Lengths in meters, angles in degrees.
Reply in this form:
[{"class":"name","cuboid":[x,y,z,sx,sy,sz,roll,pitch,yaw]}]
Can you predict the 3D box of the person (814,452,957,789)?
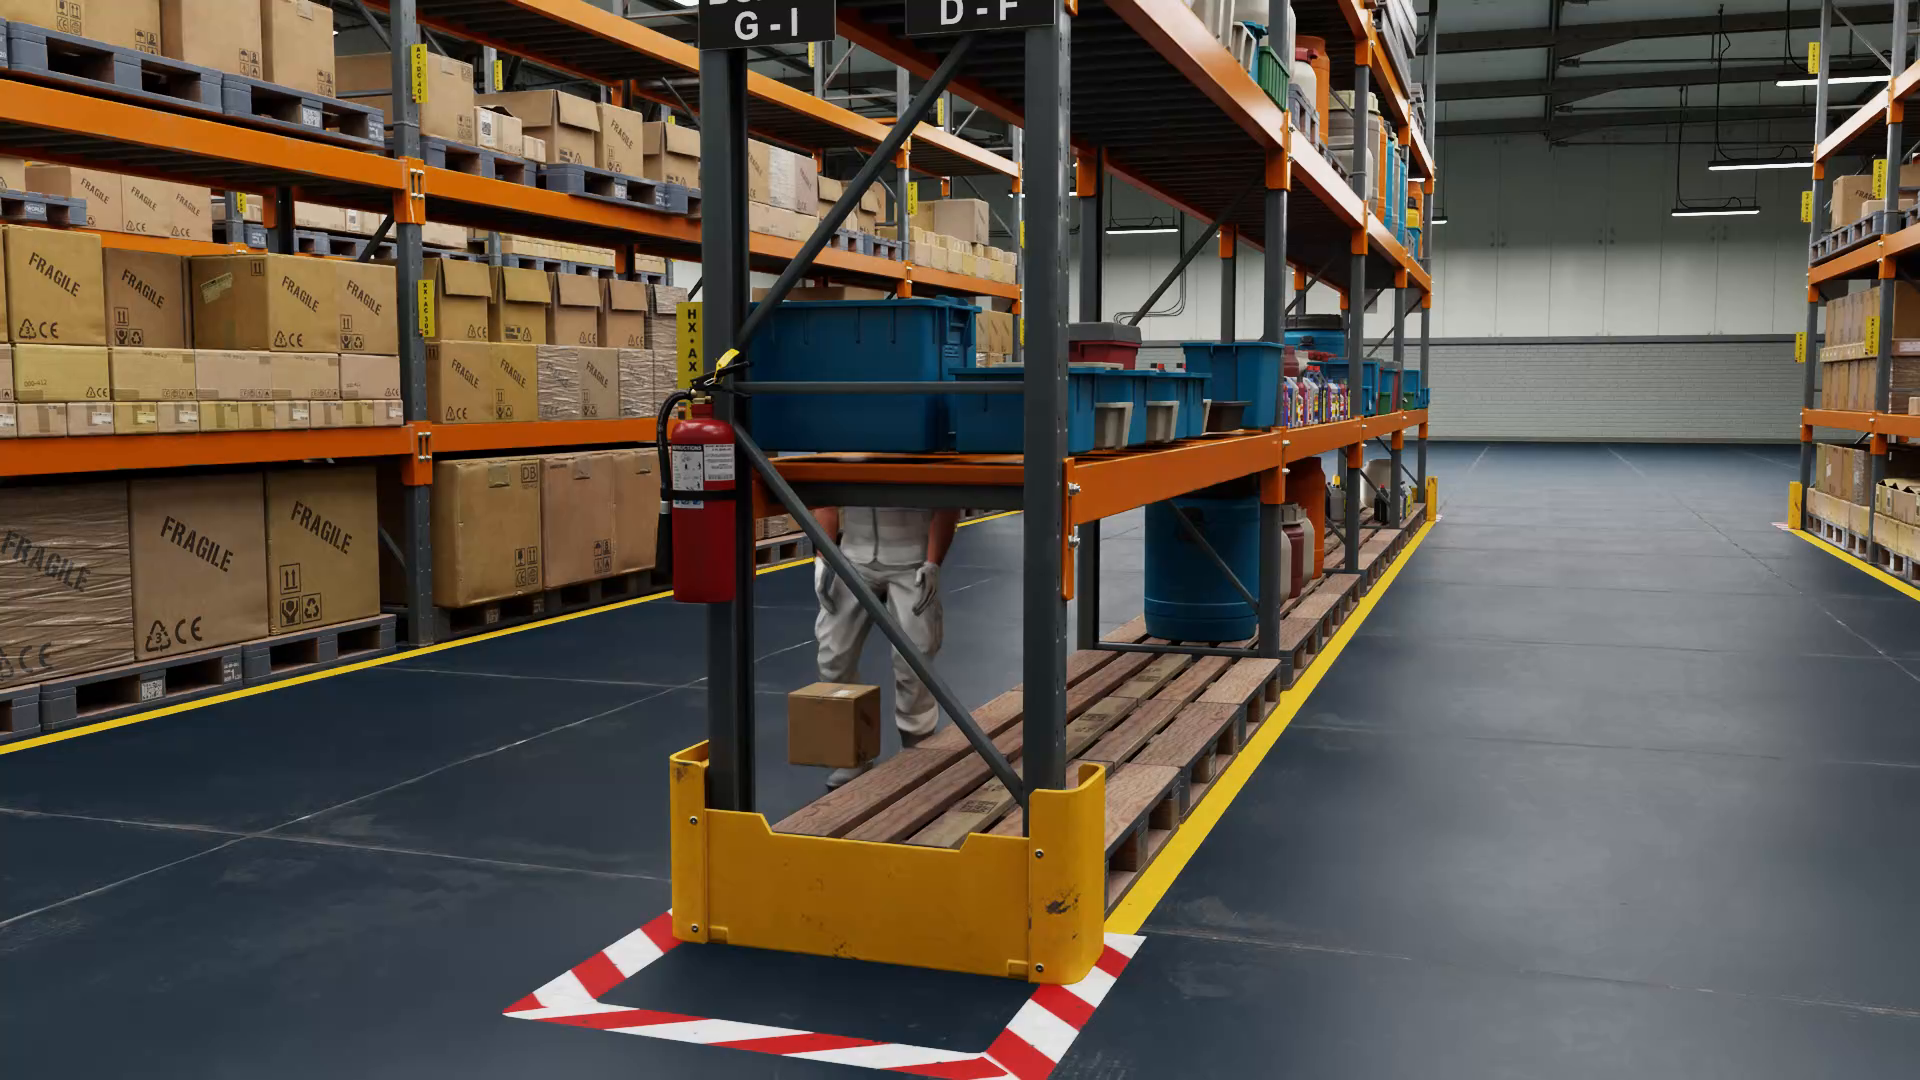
[{"class":"person","cuboid":[-0.275,0.123,6.230,0.564,1.647,0.580,2,5,20]}]
